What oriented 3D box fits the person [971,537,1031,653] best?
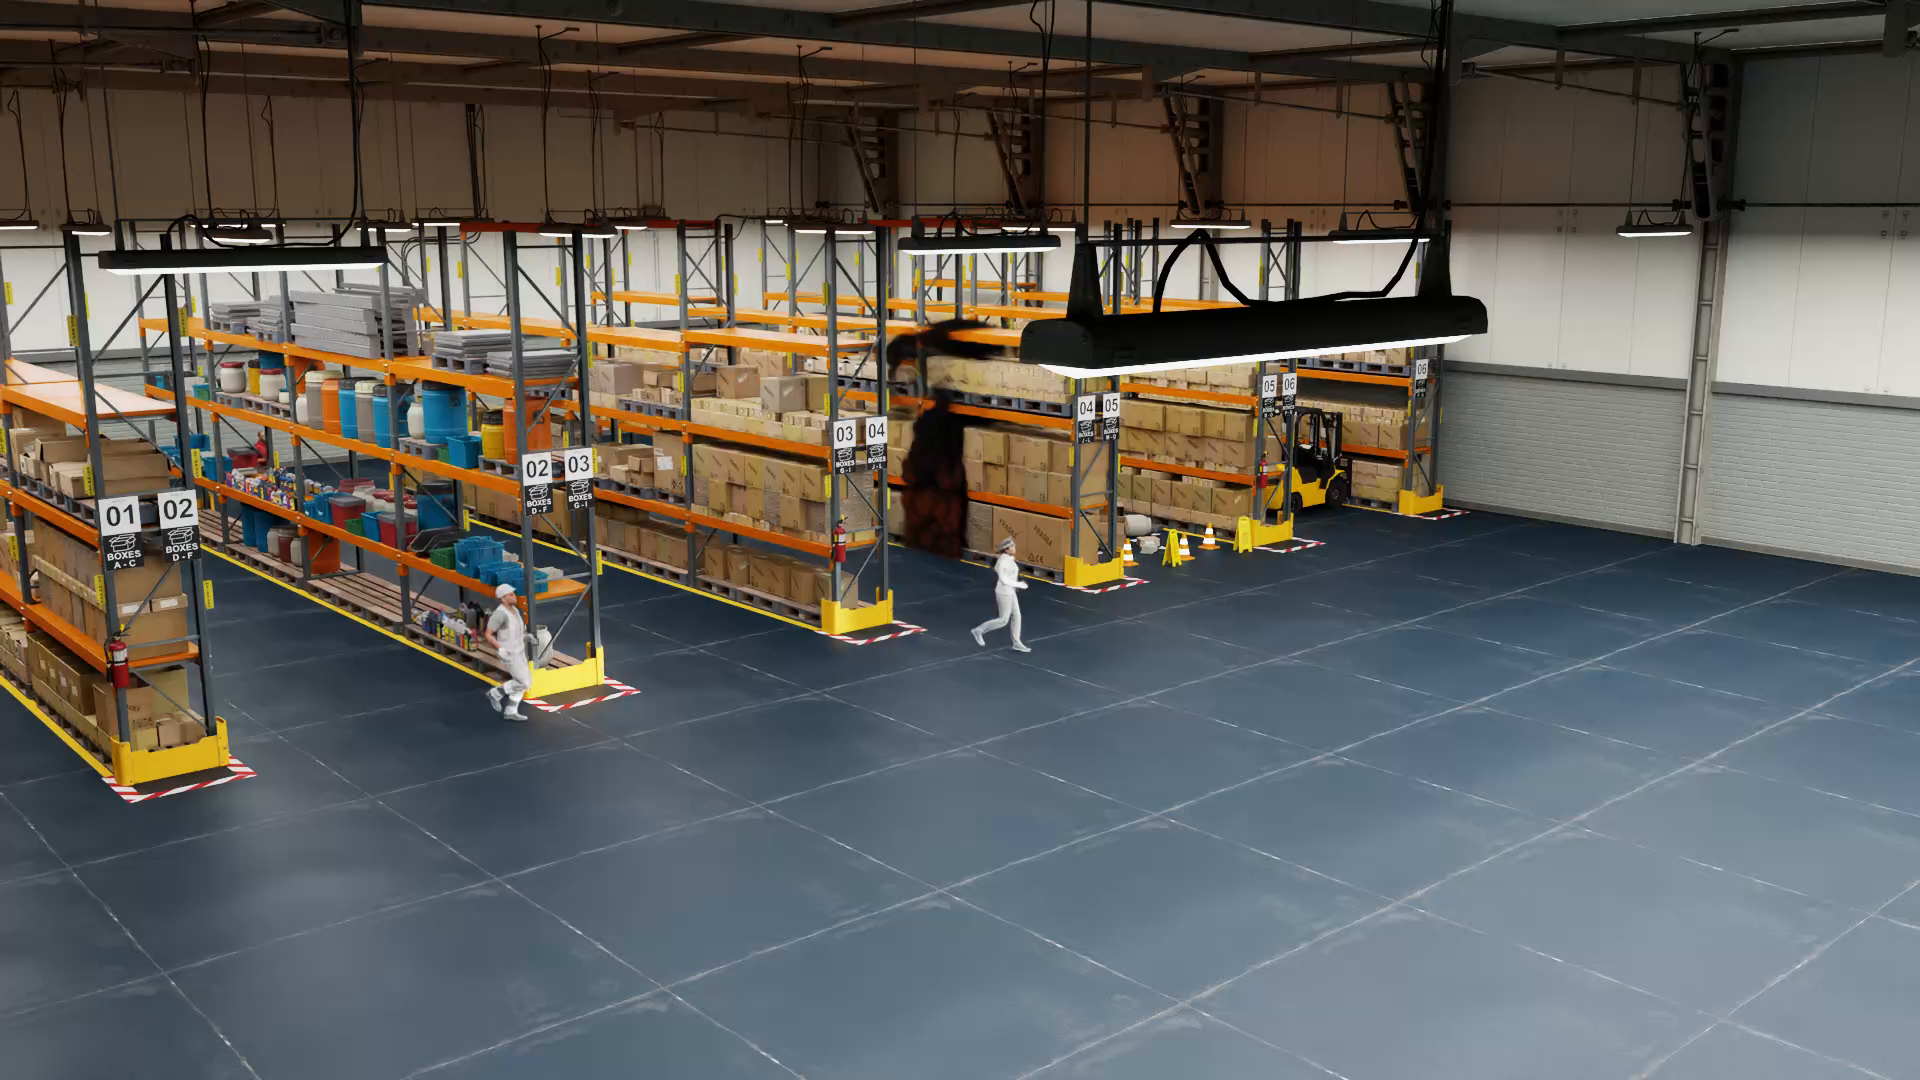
[{"bbox_3d":[0.603,0.778,23.817,0.859,1.702,0.625,1,11,5],"label":"person"}]

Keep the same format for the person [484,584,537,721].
[{"bbox_3d":[-5.563,1.395,20.596,0.597,1.740,0.657,1,12,7],"label":"person"}]

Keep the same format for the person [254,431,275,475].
[{"bbox_3d":[-14.521,-1.447,34.784,0.788,1.733,0.781,6,13,26],"label":"person"}]
